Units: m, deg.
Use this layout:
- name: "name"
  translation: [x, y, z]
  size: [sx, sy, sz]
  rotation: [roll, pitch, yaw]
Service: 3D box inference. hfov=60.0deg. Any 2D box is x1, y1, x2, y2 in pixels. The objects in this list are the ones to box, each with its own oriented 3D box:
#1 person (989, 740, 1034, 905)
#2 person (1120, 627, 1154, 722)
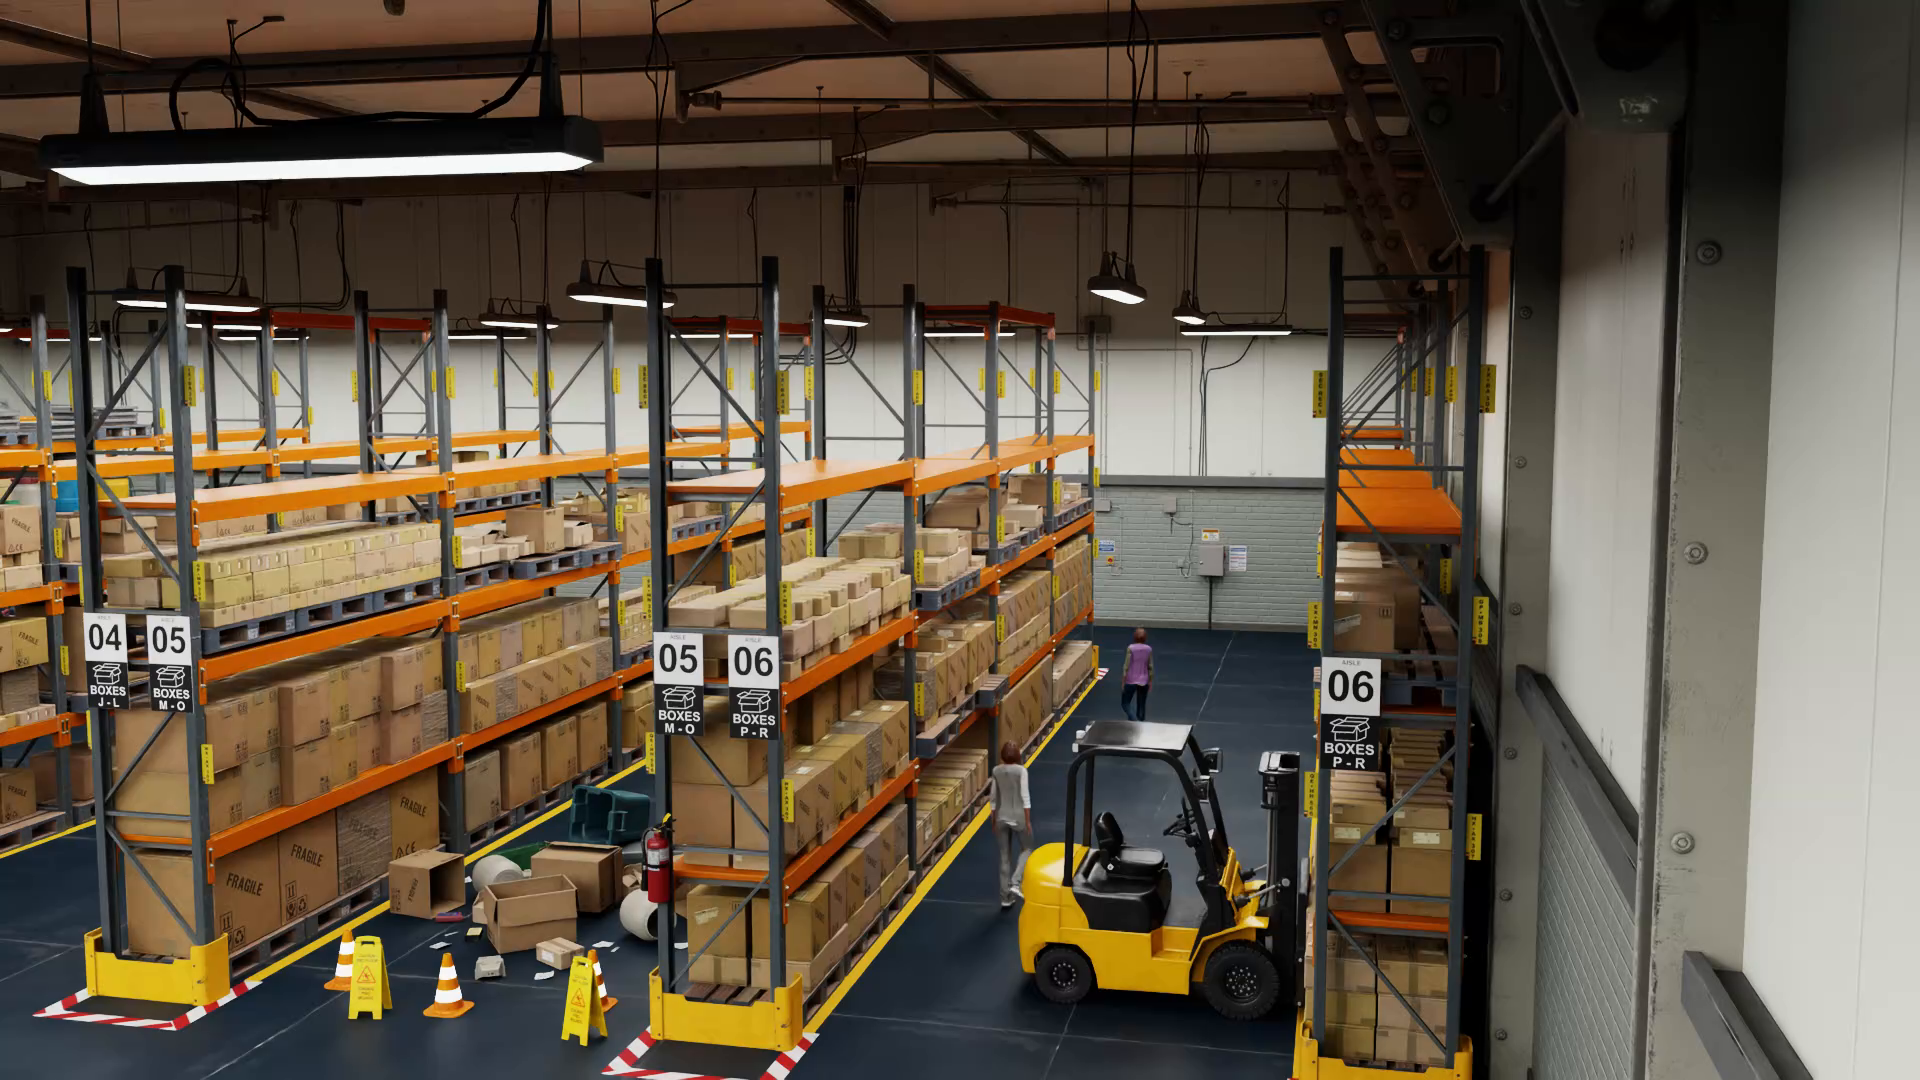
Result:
- name: "person"
  translation: [0.493, 2.734, 16.148]
  size: [0.447, 1.584, 0.471]
  rotation: [2, 6, 18]
- name: "person"
  translation: [2.490, 2.022, 23.230]
  size: [0.475, 1.604, 0.522]
  rotation: [-1, 6, -14]
